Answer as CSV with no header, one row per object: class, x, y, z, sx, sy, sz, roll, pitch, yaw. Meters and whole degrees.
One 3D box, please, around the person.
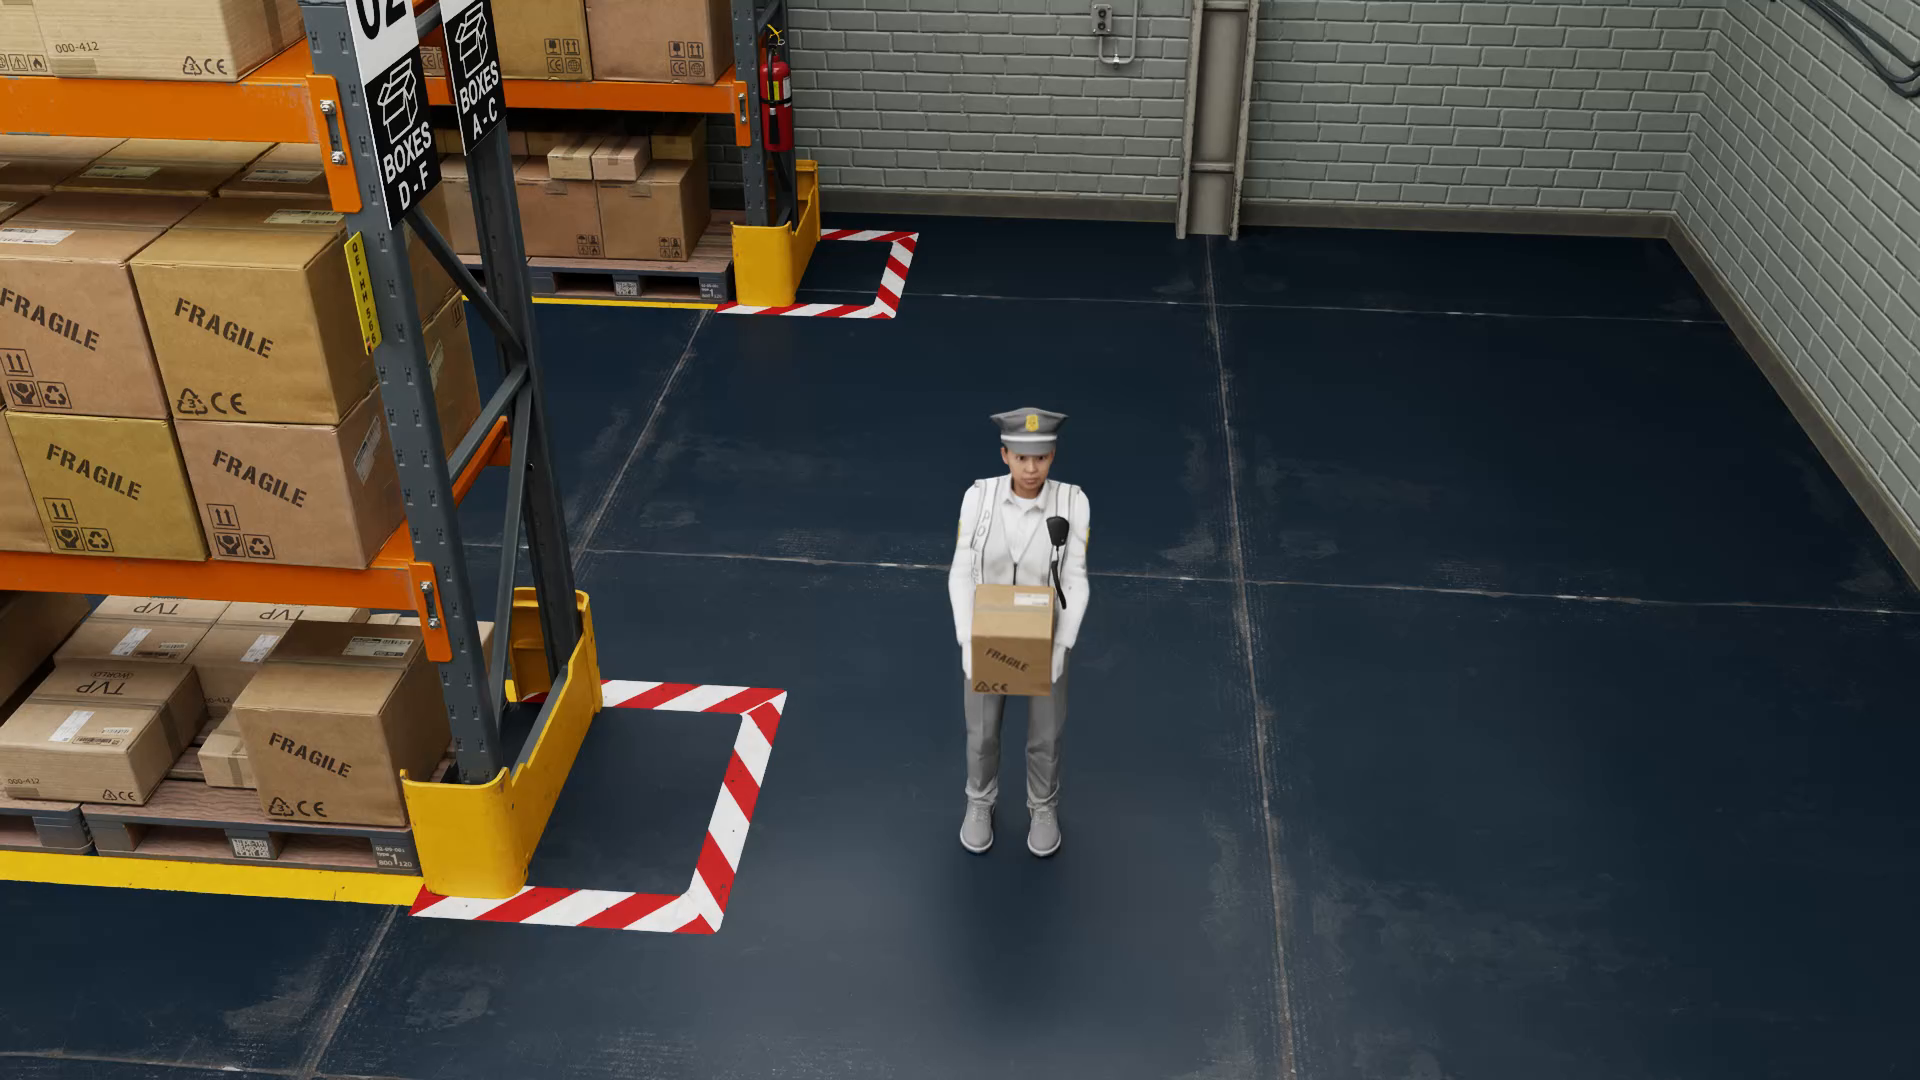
person,0.193,0.353,5.554,0.461,1.682,0.555,3,32,4
